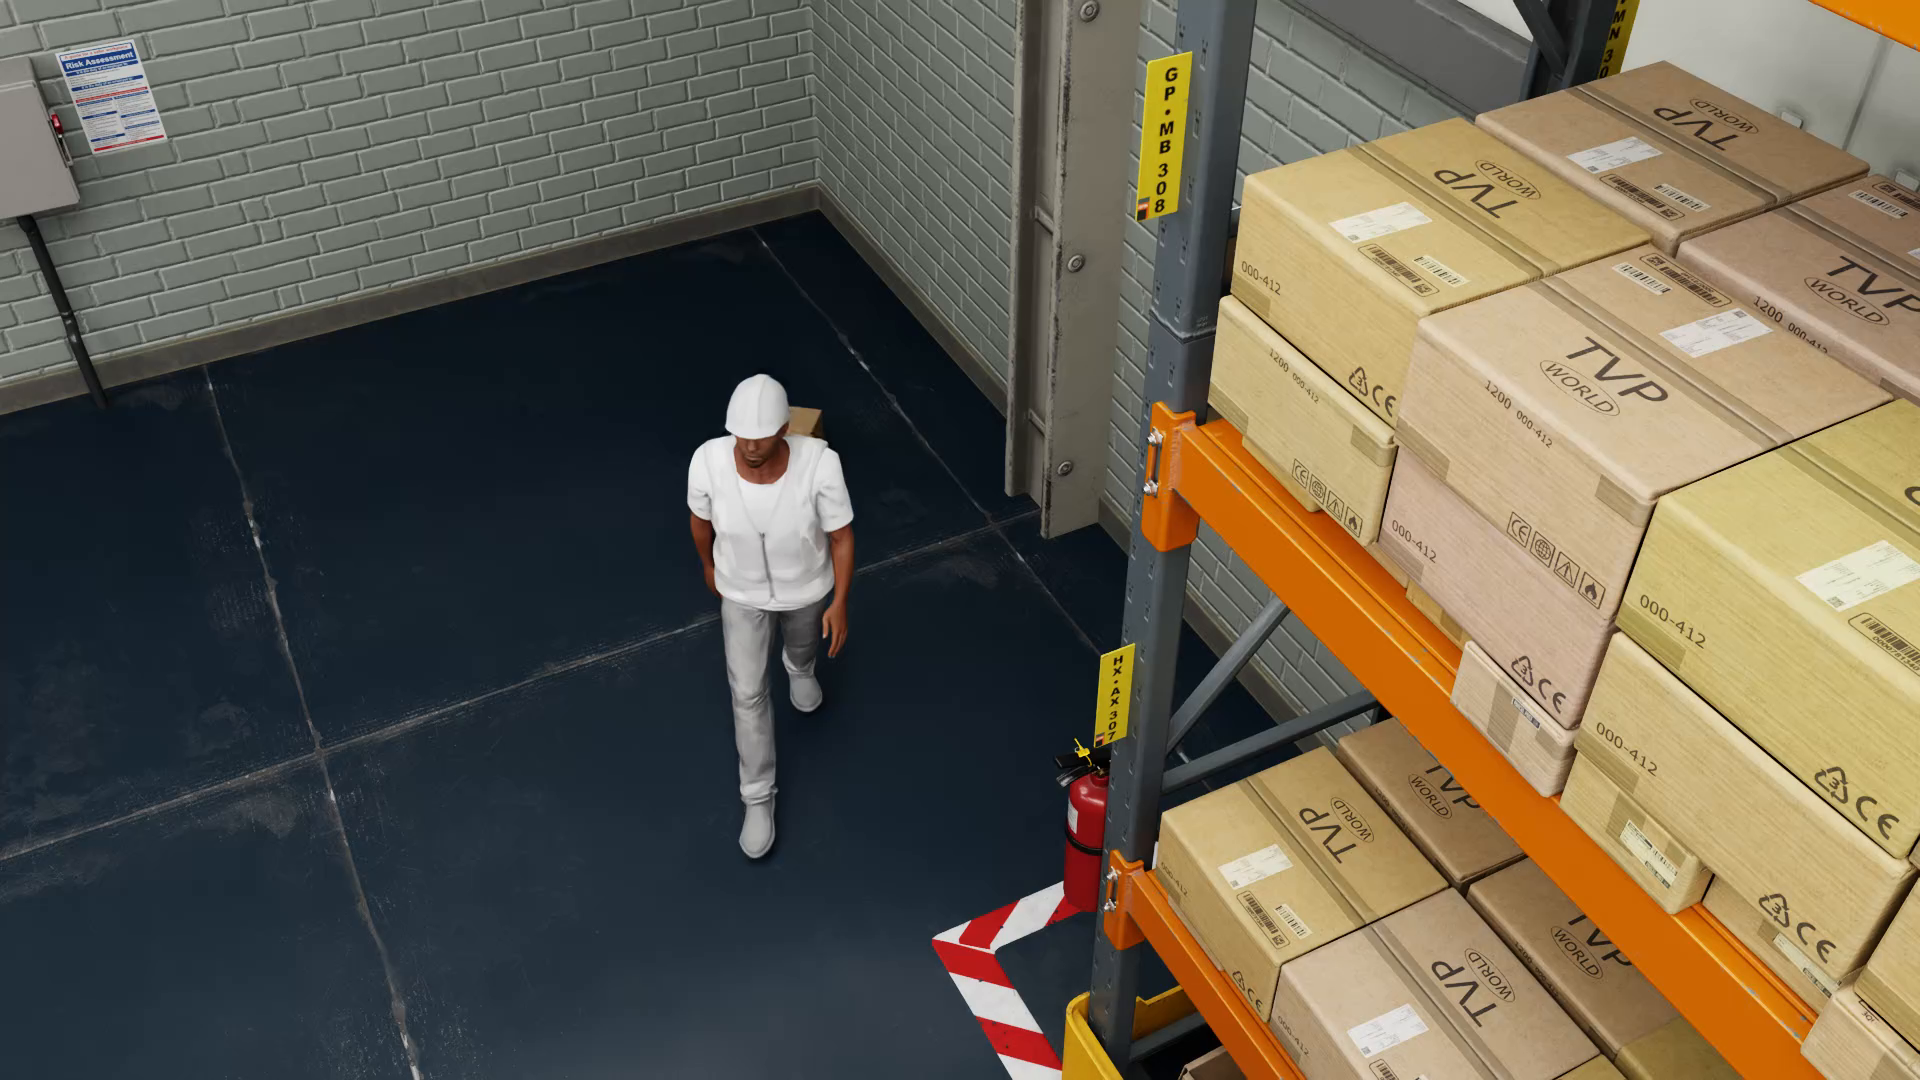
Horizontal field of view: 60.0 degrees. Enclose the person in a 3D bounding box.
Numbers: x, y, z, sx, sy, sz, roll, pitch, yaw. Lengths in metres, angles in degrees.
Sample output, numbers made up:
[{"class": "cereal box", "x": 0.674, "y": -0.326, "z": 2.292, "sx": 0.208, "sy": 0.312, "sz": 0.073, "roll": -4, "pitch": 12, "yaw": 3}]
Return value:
[{"class": "person", "x": -0.653, "y": 0.193, "z": 5.888, "sx": 0.582, "sy": 1.705, "sz": 1.025, "roll": -3, "pitch": 41, "yaw": -3}]
